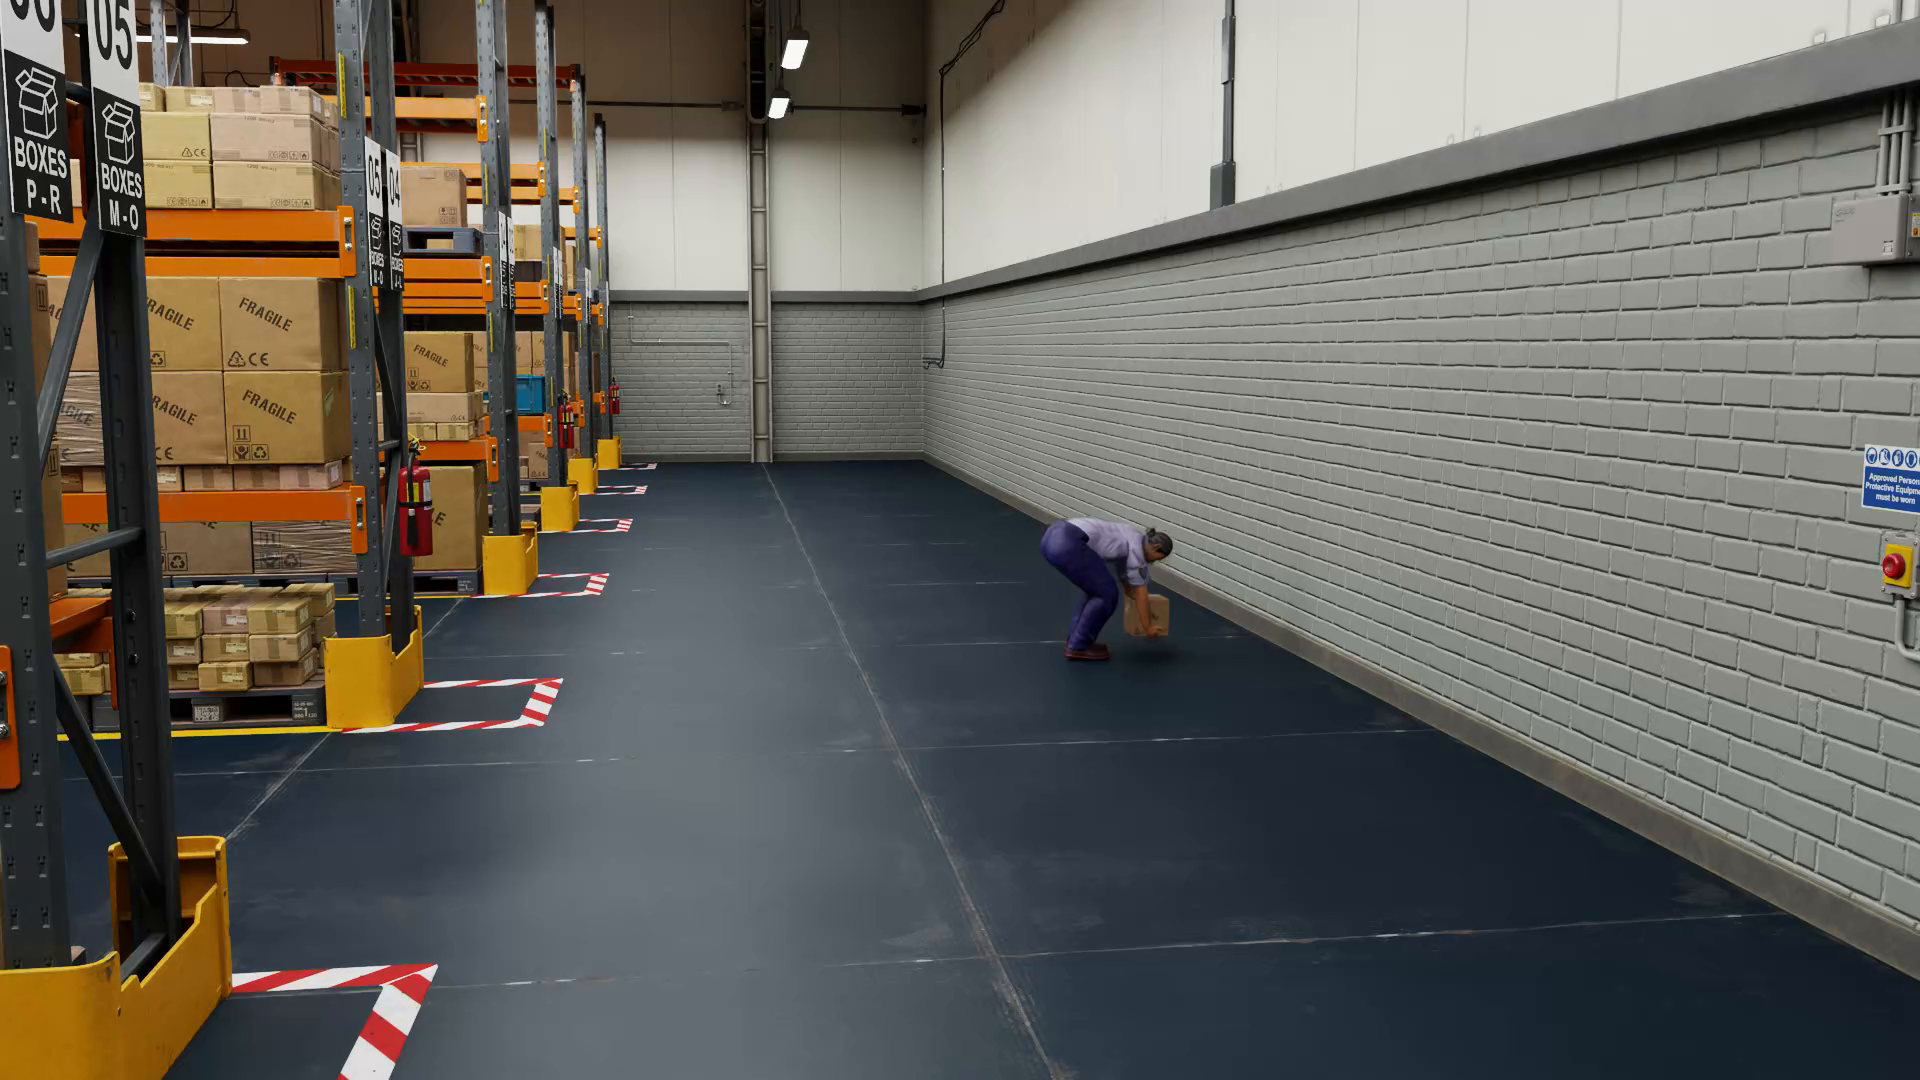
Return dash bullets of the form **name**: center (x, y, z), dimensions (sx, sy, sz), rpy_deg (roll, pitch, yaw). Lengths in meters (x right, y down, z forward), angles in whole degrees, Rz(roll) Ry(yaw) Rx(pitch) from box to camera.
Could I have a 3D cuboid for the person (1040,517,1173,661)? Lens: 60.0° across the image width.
- **person**: center (1.003, 0.317, 11.242), dimensions (0.907, 0.945, 0.491), rpy_deg (-1, 7, -11)
